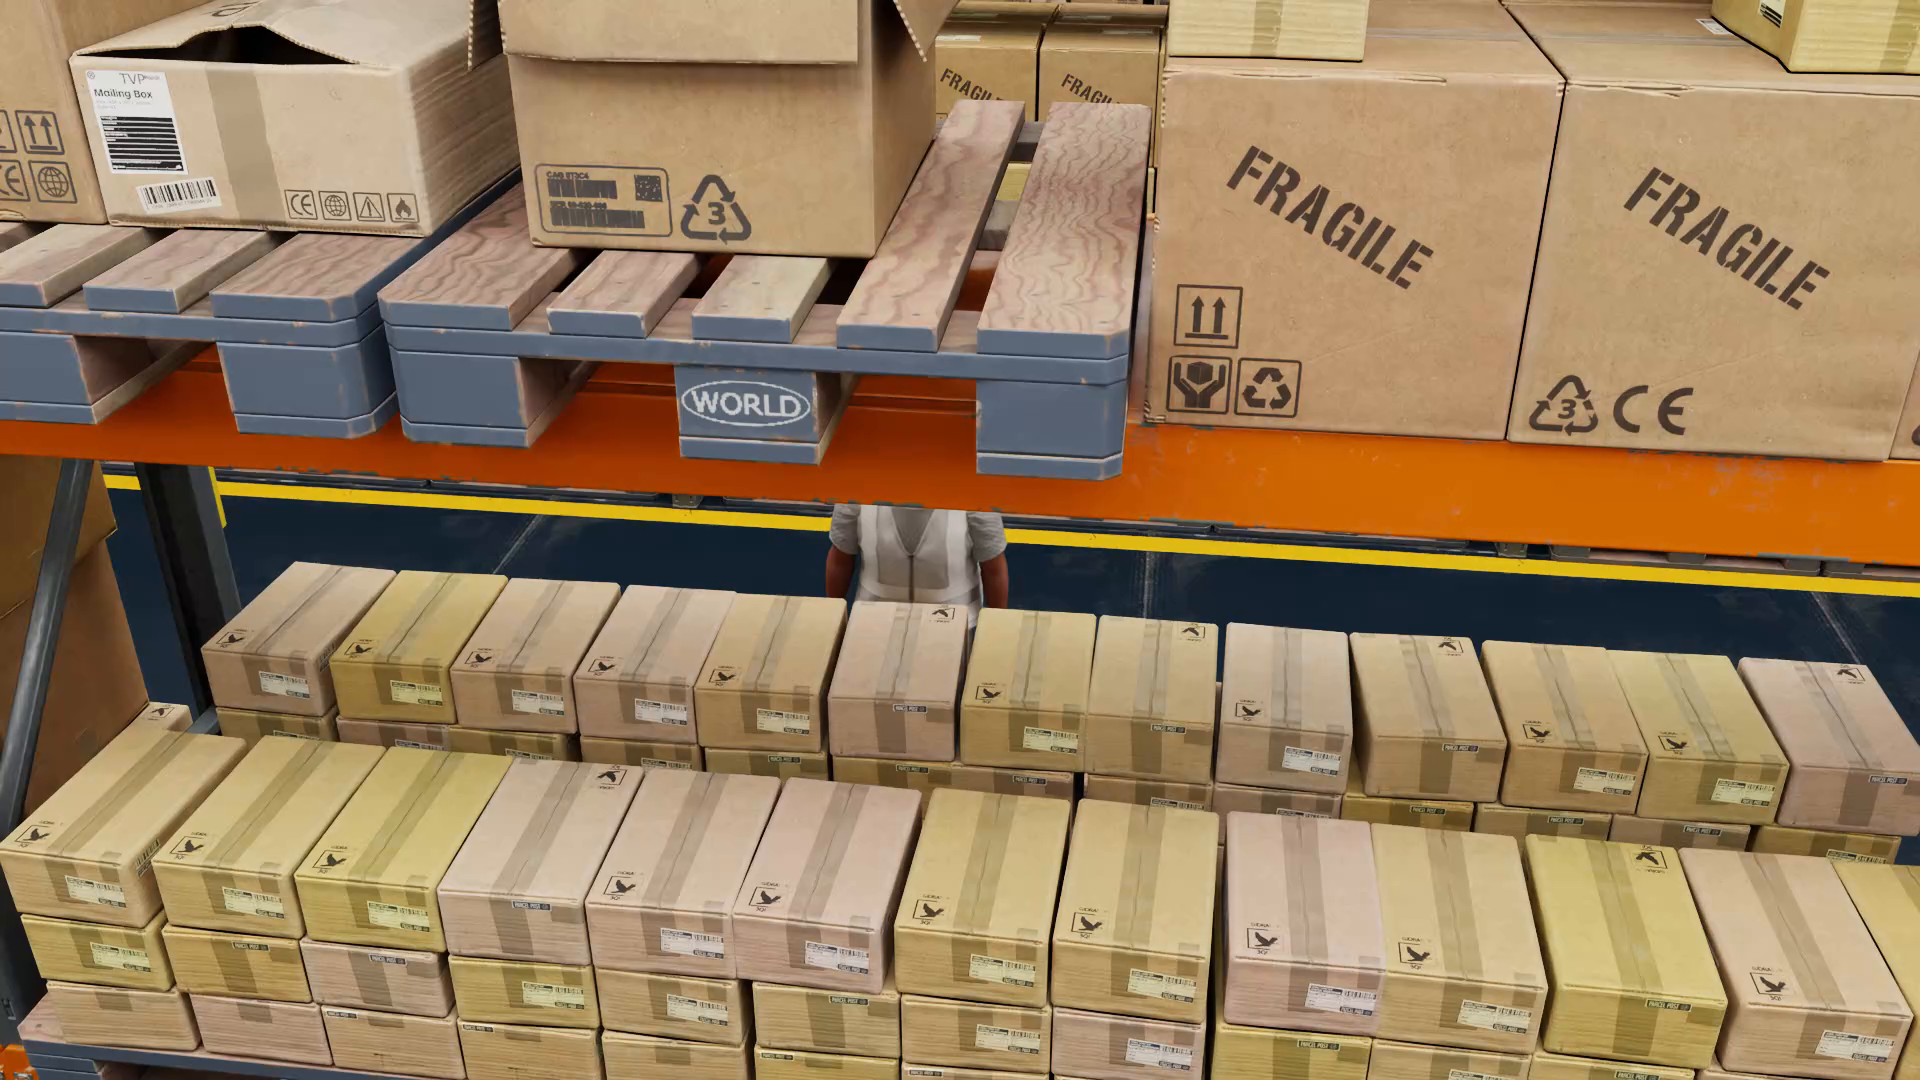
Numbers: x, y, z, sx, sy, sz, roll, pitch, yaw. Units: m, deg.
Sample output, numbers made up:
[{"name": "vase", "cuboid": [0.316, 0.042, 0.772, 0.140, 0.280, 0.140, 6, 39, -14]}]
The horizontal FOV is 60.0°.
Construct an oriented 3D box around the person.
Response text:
[{"name": "person", "cuboid": [-0.151, 0.307, 5.536, 0.619, 1.775, 0.446, 4, 28, 7]}]
